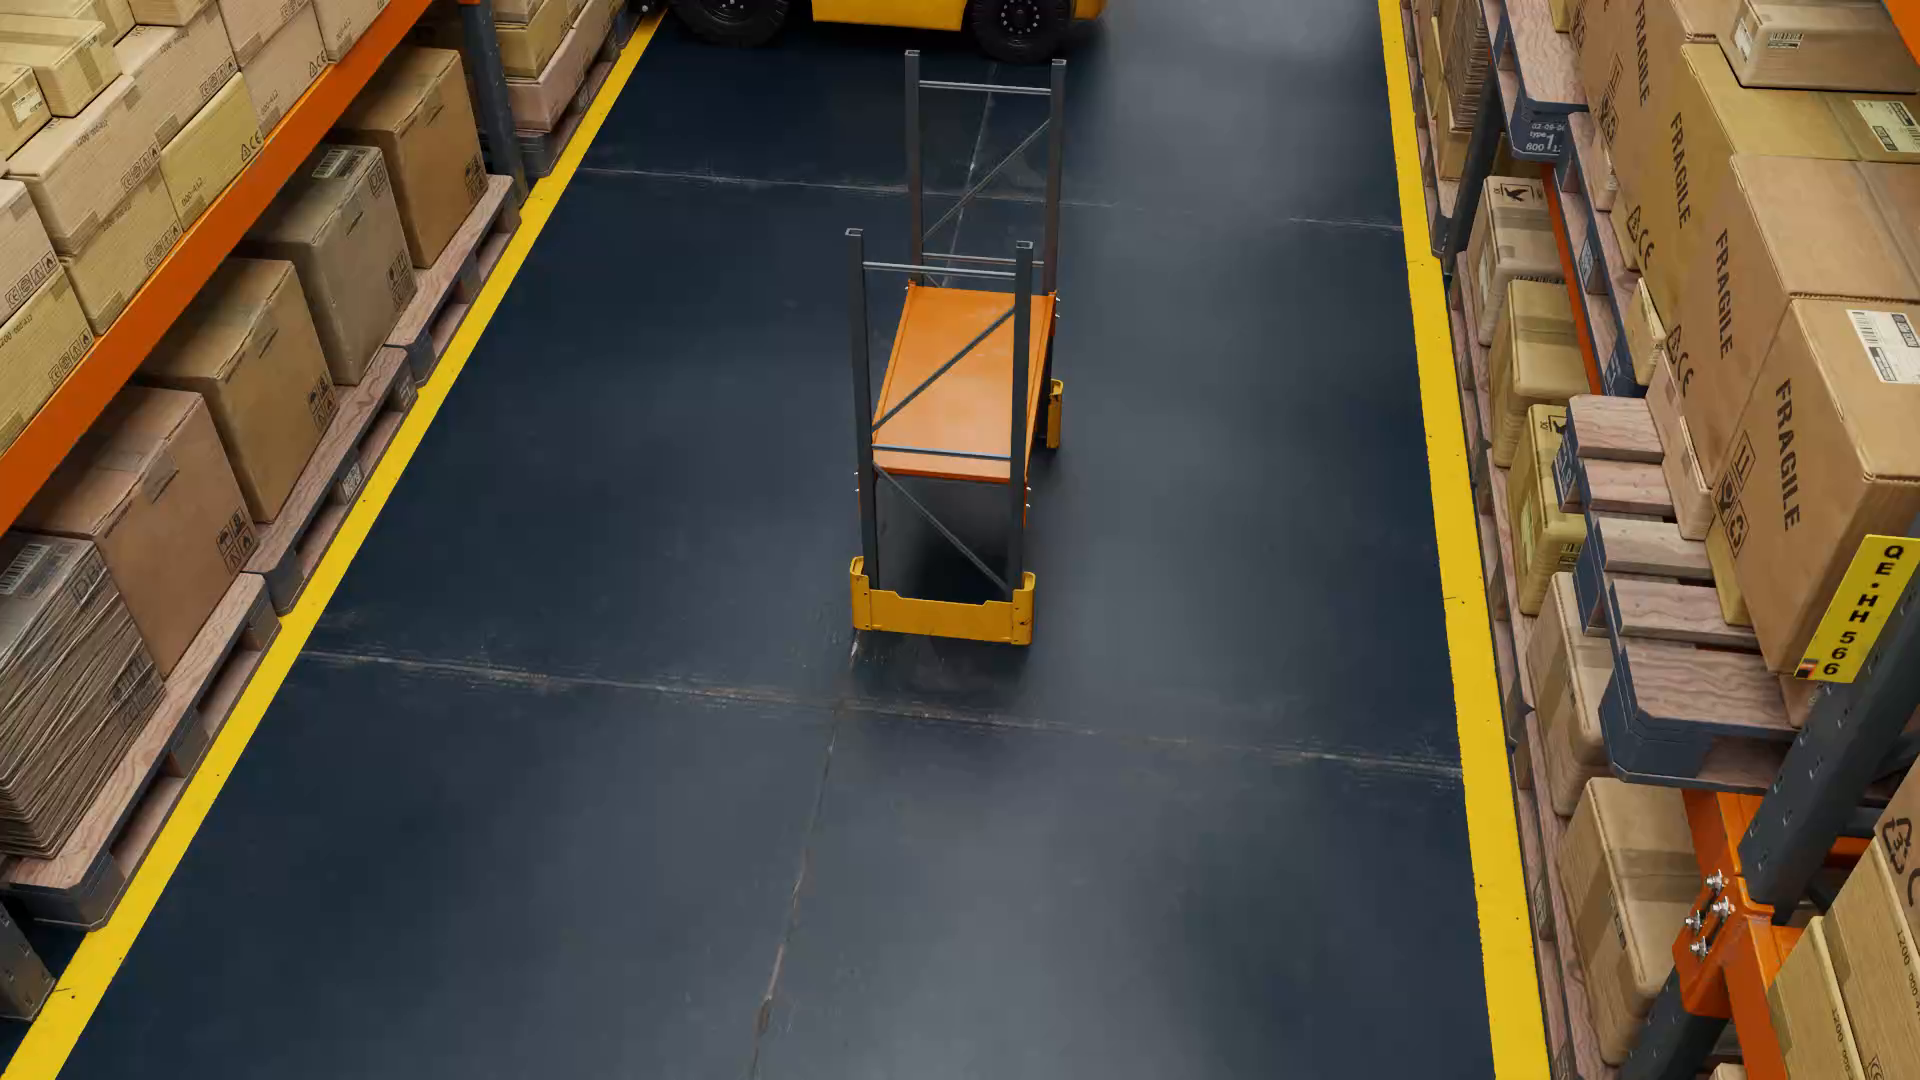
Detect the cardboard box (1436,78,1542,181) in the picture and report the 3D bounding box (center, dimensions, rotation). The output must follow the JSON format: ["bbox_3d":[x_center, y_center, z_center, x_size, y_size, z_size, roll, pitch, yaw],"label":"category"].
[{"bbox_3d":[2.322,-1.758,7.119,0.500,0.250,0.500,7,44,7],"label":"cardboard box"}]

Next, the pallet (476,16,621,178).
[{"bbox_3d":[-2.264,-2.150,7.867,1.003,0.211,1.213,5,44,6],"label":"pallet"}]

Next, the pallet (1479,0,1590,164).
[{"bbox_3d":[2.265,-1.599,5.396,1.003,0.211,1.213,5,44,6],"label":"pallet"}]

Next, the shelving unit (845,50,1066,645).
[{"bbox_3d":[0.010,-0.597,5.289,0.587,1.500,1.083,5,44,6],"label":"shelving unit"}]

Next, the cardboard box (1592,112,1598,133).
[{"bbox_3d":[2.011,-1.180,4.692,0.380,0.149,0.250,6,44,6],"label":"cardboard box"}]

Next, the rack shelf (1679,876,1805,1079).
[{"bbox_3d":[1.717,2.174,1.795,1.077,0.370,4.000,5,44,6],"label":"rack shelf"}]

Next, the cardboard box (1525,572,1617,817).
[{"bbox_3d":[2.156,0.464,4.684,0.950,0.372,0.625,4,44,5],"label":"cardboard box"}]

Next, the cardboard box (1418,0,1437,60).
[{"bbox_3d":[2.454,-2.467,7.869,0.500,0.250,0.500,6,44,6],"label":"cardboard box"}]

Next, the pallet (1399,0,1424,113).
[{"bbox_3d":[2.723,-2.458,8.193,1.003,0.211,1.213,5,44,6],"label":"pallet"}]

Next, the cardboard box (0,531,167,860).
[{"bbox_3d":[-2.843,0.387,4.581,0.875,0.625,0.625,7,44,7],"label":"cardboard box"}]

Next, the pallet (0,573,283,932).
[{"bbox_3d":[-2.792,0.556,5.009,1.003,0.211,1.213,5,44,6],"label":"pallet"}]

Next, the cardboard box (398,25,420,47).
[{"bbox_3d":[-2.549,-2.311,7.340,0.500,0.250,0.500,4,44,5],"label":"cardboard box"}]

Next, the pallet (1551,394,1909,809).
[{"bbox_3d":[1.970,0.124,3.577,1.213,0.211,1.003,5,44,6],"label":"pallet"}]

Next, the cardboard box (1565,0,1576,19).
[{"bbox_3d":[2.098,-1.838,4.915,0.500,0.500,0.500,5,44,6],"label":"cardboard box"}]

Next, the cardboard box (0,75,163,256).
[{"bbox_3d":[-2.484,-1.002,4.372,0.500,0.250,0.500,4,44,4],"label":"cardboard box"}]

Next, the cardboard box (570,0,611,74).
[{"bbox_3d":[-1.966,-2.426,7.825,0.500,0.250,0.500,4,44,5],"label":"cardboard box"}]

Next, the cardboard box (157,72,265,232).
[{"bbox_3d":[-2.435,-1.172,4.915,0.500,0.250,0.500,7,44,7],"label":"cardboard box"}]

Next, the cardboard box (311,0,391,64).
[{"bbox_3d":[-2.279,-1.860,5.642,0.500,0.250,0.500,5,44,5],"label":"cardboard box"}]

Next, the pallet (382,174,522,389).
[{"bbox_3d":[-2.469,-1.107,6.765,1.003,0.211,1.213,5,44,6],"label":"pallet"}]

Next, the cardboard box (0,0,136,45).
[{"bbox_3d":[-2.506,-1.428,4.532,0.380,0.149,0.250,5,44,6],"label":"cardboard box"}]

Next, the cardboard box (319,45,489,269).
[{"bbox_3d":[-2.468,-1.558,6.636,0.875,0.625,0.625,7,44,7],"label":"cardboard box"}]

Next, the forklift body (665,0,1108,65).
[{"bbox_3d":[-0.324,-3.584,7.971,2.313,2.155,1.214,5,44,6],"label":"forklift body"}]

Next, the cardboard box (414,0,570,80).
[{"bbox_3d":[-2.040,-2.262,7.288,0.500,0.250,0.500,5,44,5],"label":"cardboard box"}]

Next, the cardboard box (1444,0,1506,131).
[{"bbox_3d":[2.323,-2.030,6.861,0.500,0.500,0.500,5,44,5],"label":"cardboard box"}]

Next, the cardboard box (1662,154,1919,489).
[{"bbox_3d":[1.824,-0.435,3.434,0.500,0.500,0.500,5,44,5],"label":"cardboard box"}]

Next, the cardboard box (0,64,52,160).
[{"bbox_3d":[-2.537,-1.074,4.158,0.380,0.149,0.250,6,44,6],"label":"cardboard box"}]

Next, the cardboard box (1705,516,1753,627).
[{"bbox_3d":[1.755,0.055,3.388,0.380,0.149,0.250,6,44,6],"label":"cardboard box"}]

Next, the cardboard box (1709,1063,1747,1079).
[{"bbox_3d":[1.808,1.632,3.084,0.875,0.875,0.875,5,44,5],"label":"cardboard box"}]

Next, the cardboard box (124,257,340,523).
[{"bbox_3d":[-2.676,-0.518,5.537,0.875,0.625,0.625,4,44,4],"label":"cardboard box"}]

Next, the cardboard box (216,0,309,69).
[{"bbox_3d":[-2.356,-1.695,5.104,0.500,0.250,0.500,6,44,6],"label":"cardboard box"}]

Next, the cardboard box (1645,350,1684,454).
[{"bbox_3d":[1.785,-0.292,3.754,0.380,0.149,0.250,3,44,4],"label":"cardboard box"}]

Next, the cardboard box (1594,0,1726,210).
[{"bbox_3d":[1.962,-1.151,4.190,0.500,0.500,0.500,4,44,4],"label":"cardboard box"}]

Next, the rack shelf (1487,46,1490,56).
[{"bbox_3d":[2.775,-3.278,7.553,1.077,0.370,4.000,5,44,6],"label":"rack shelf"}]

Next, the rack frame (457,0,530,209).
[{"bbox_3d":[-2.410,-2.625,6.340,1.000,3.000,0.127,5,44,6],"label":"rack frame"}]

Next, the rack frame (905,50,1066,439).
[{"bbox_3d":[0.078,-0.949,5.662,0.500,1.500,0.032,5,44,6],"label":"rack frame"}]

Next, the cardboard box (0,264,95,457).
[{"bbox_3d":[-2.567,-0.467,4.170,0.500,0.250,0.500,4,44,5],"label":"cardboard box"}]

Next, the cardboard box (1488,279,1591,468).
[{"bbox_3d":[2.352,-0.526,5.730,0.950,0.372,0.625,8,44,8],"label":"cardboard box"}]

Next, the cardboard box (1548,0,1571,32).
[{"bbox_3d":[2.082,-1.720,5.262,0.380,0.149,0.250,6,44,6],"label":"cardboard box"}]

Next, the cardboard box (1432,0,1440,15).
[{"bbox_3d":[2.454,-2.725,7.595,0.500,0.500,0.500,7,44,8],"label":"cardboard box"}]

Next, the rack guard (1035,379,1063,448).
[{"bbox_3d":[0.076,-0.482,6.077,0.587,0.250,0.087,5,44,6],"label":"rack guard"}]

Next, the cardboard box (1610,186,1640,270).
[{"bbox_3d":[1.918,-0.819,4.311,0.380,0.149,0.250,4,44,4],"label":"cardboard box"}]

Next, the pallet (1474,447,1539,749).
[{"bbox_3d":[2.250,0.201,5.384,1.003,0.211,1.213,5,44,6],"label":"pallet"}]

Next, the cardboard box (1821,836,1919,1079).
[{"bbox_3d":[1.670,0.746,2.526,0.500,0.250,0.500,5,44,5],"label":"cardboard box"}]
